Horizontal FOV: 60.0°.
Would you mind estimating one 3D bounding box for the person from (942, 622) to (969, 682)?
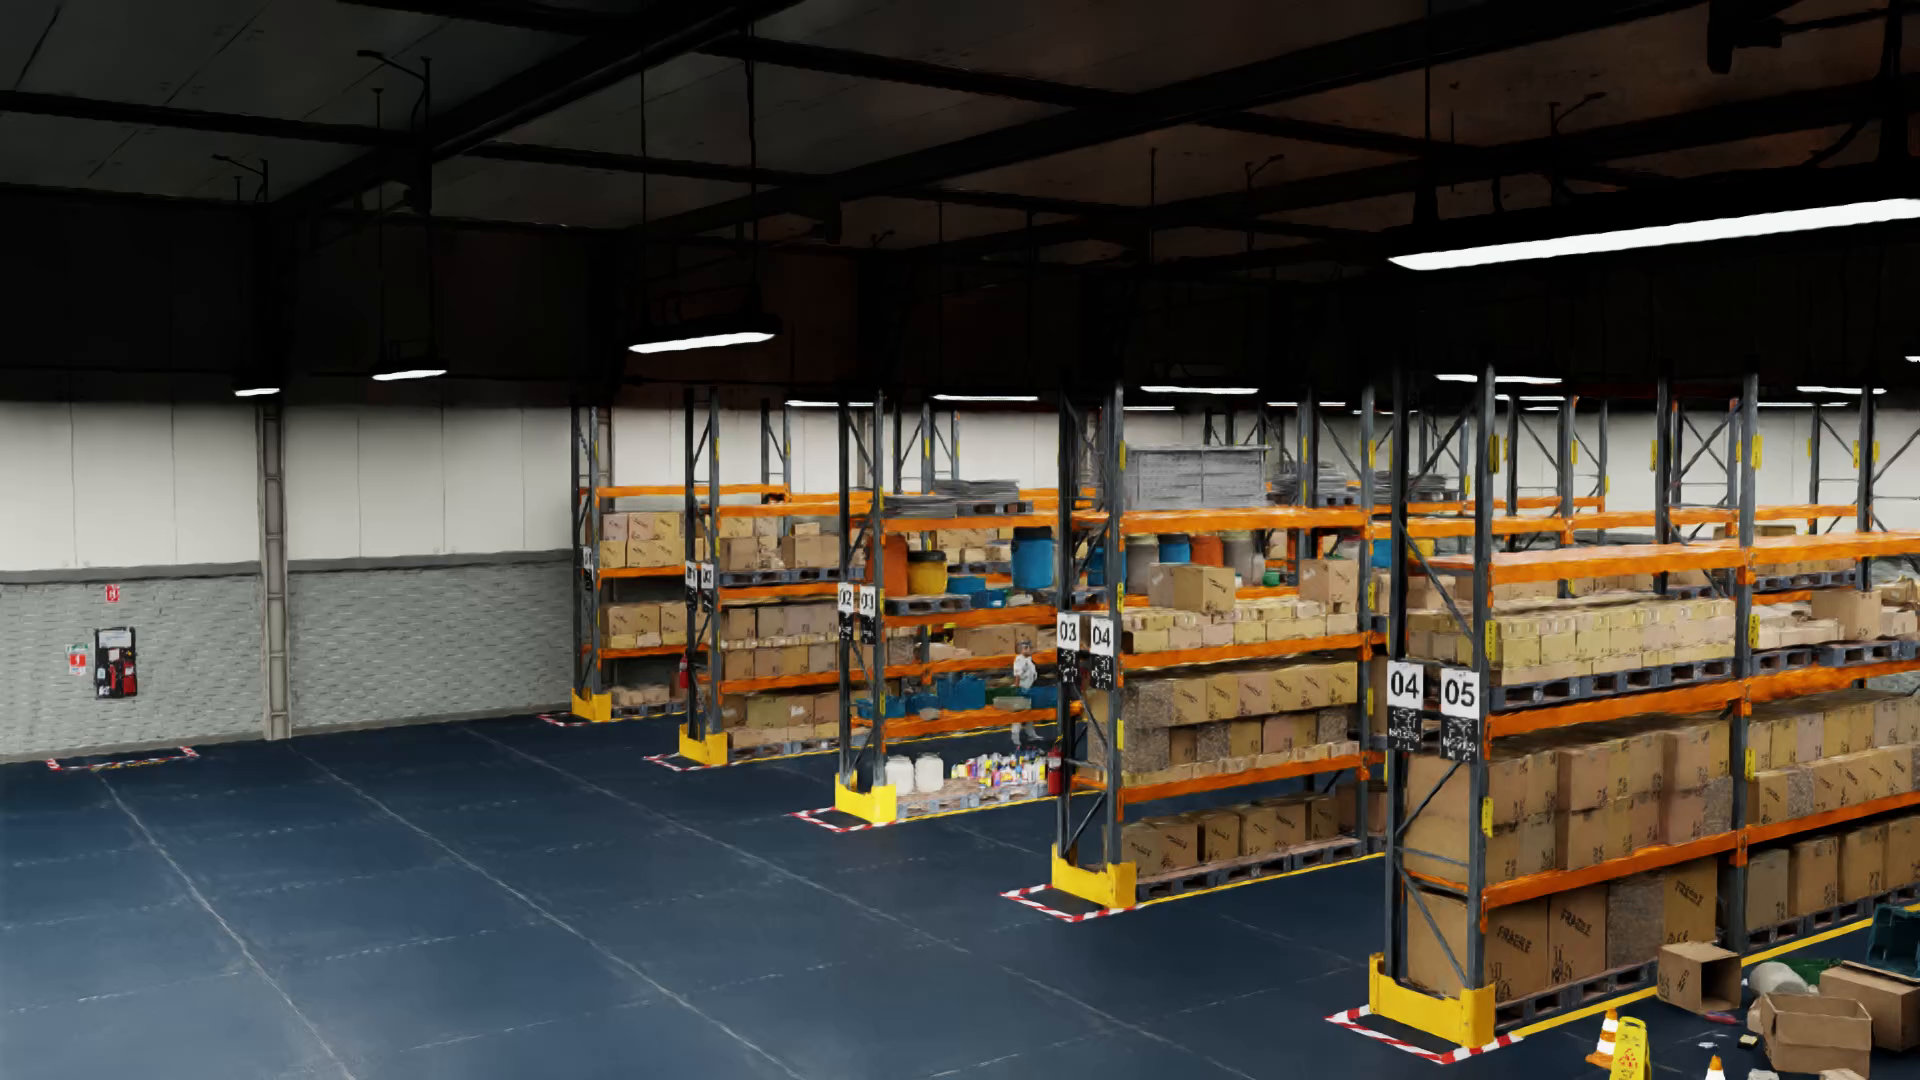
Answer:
[{"bbox_3d":[-0.146,2.382,32.079,1.121,1.687,0.577,-2,4,-32],"label":"person"}]

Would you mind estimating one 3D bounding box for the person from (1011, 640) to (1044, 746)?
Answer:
[{"bbox_3d":[1.128,2.574,28.212,0.492,1.767,0.626,2,4,29],"label":"person"}]
